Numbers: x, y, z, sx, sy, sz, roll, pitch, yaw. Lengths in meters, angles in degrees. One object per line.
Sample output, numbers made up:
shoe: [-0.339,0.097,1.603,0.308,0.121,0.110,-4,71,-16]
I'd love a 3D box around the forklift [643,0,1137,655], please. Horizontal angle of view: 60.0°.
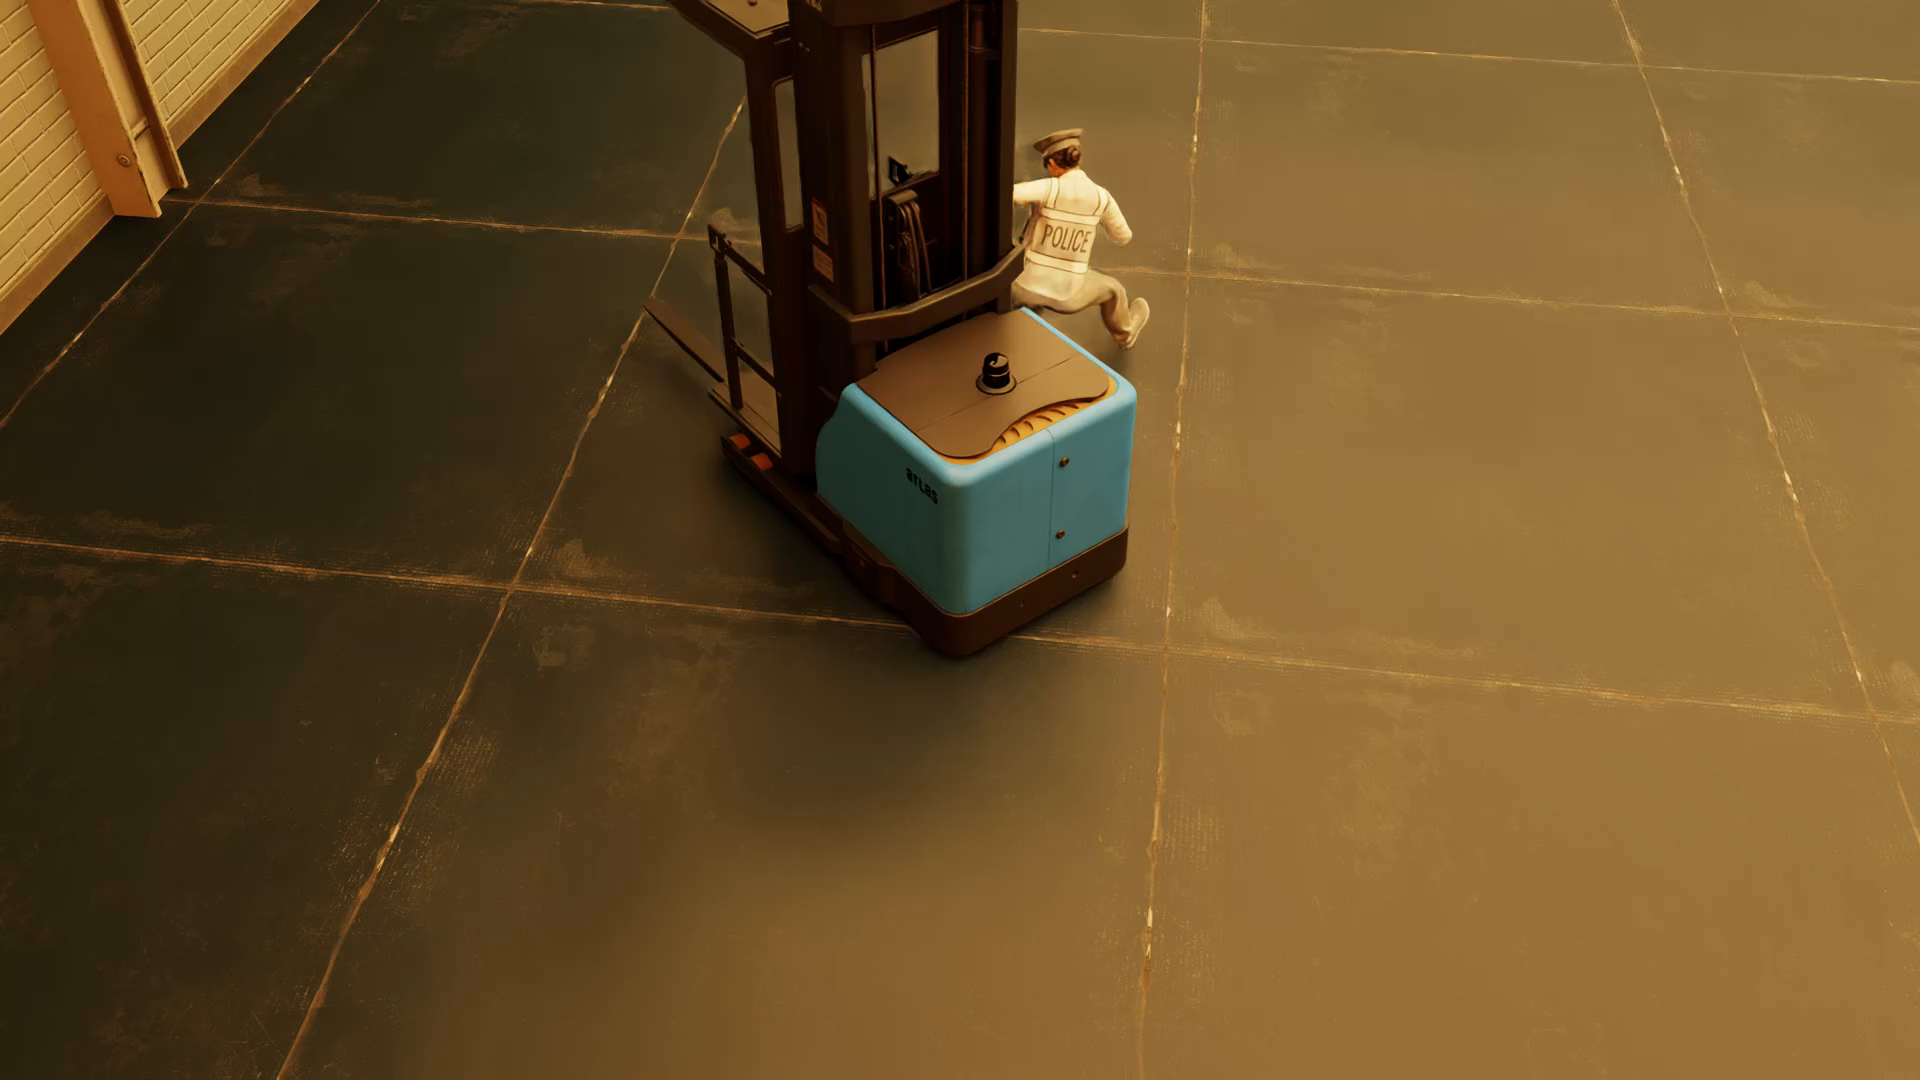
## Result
forklift: [-0.527,-1.523,7.383,1.130,2.935,3.031,-27,49,-27]

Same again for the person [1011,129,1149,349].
person: [0.380,-1.421,8.432,1.279,1.372,0.761,1,43,1]
